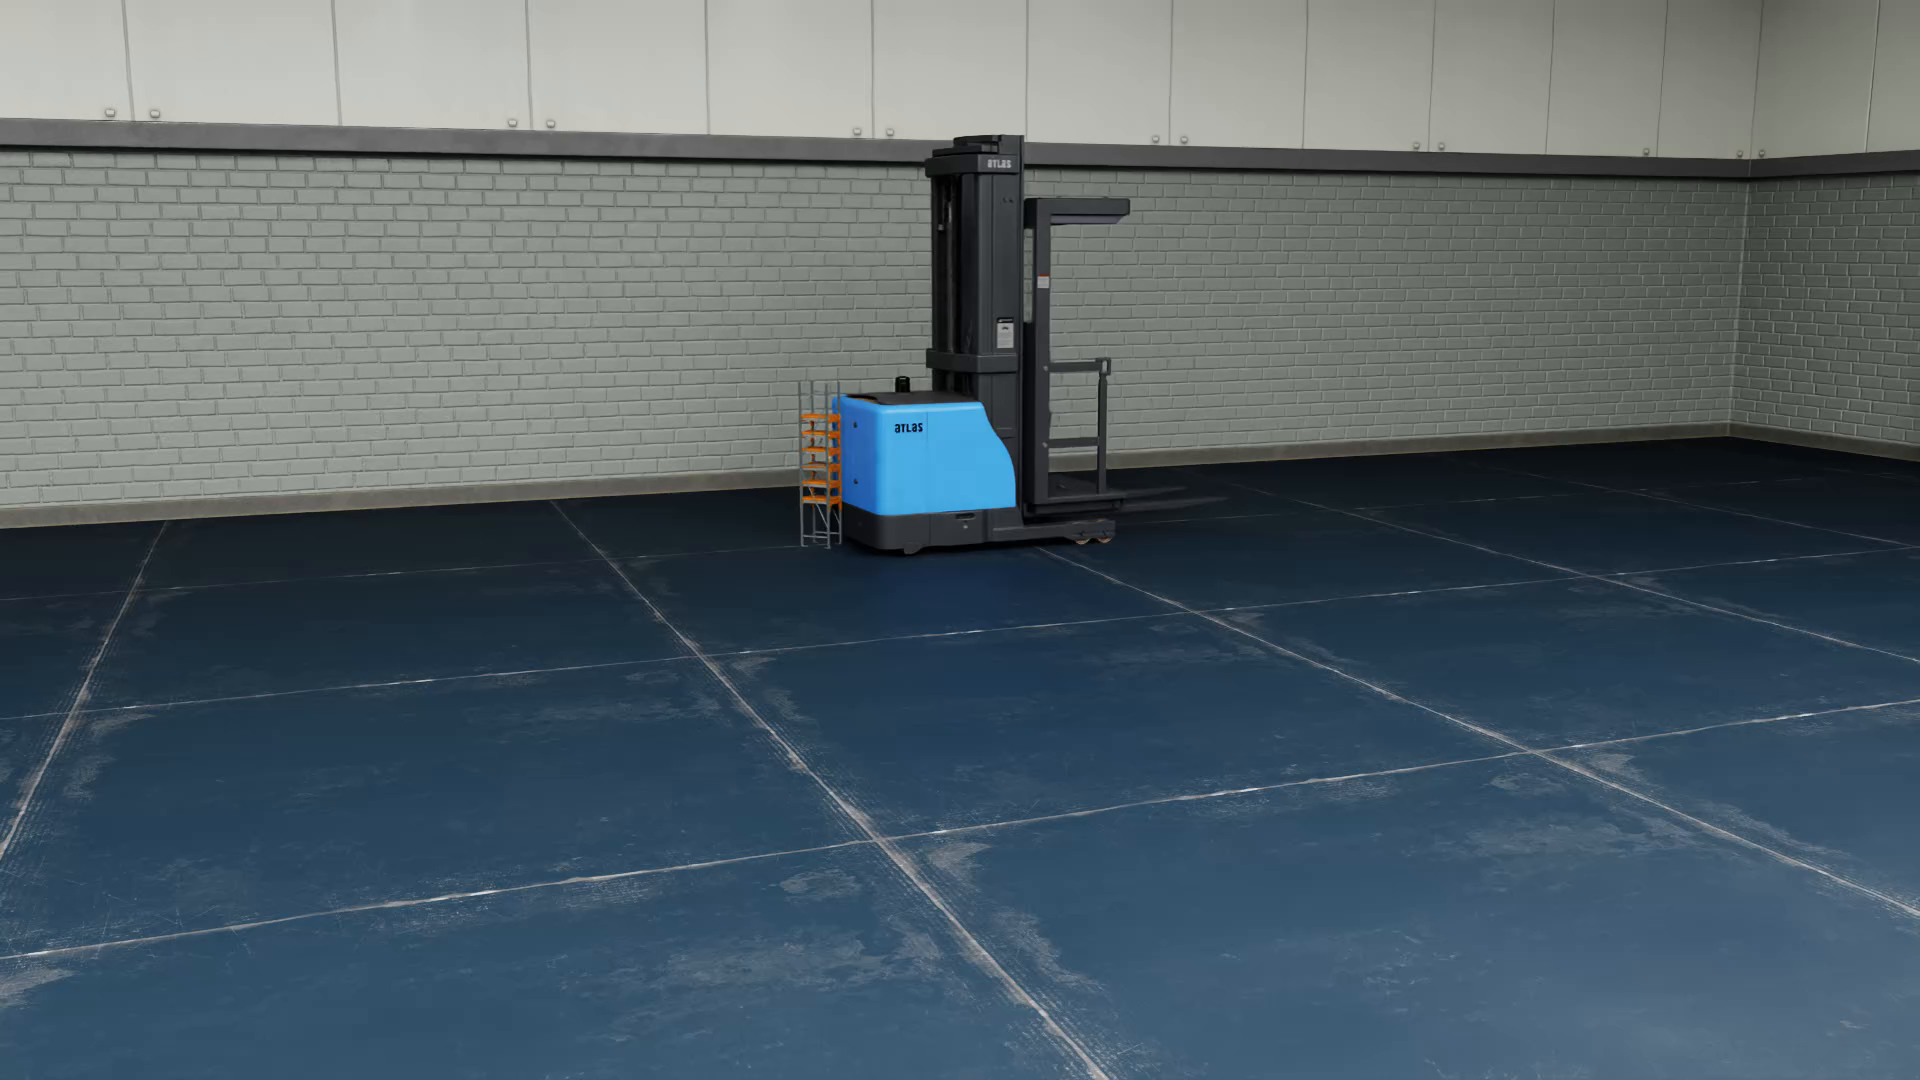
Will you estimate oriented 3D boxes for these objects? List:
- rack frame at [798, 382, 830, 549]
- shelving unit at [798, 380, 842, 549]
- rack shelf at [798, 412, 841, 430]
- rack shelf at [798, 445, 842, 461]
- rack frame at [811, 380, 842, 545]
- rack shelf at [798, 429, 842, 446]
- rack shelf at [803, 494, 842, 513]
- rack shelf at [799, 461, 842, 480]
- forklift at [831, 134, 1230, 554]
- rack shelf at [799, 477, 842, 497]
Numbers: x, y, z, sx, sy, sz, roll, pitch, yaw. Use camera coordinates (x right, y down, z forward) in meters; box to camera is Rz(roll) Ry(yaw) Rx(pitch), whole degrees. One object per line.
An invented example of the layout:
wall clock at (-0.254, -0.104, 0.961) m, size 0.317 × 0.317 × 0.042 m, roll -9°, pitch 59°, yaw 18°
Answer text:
rack frame at (-1.052, -0.534, 11.994) m, size 0.240 × 1.200 × 0.006 m, roll 5°, pitch 11°, yaw 24°
shelving unit at (-1.014, -0.548, 12.076) m, size 0.258 × 1.200 × 0.189 m, roll 5°, pitch 11°, yaw 24°
rack shelf at (-1.014, -0.859, 12.021) m, size 0.258 × 0.103 × 0.180 m, roll 5°, pitch 11°, yaw 24°
rack shelf at (-1.014, -0.623, 12.063) m, size 0.258 × 0.103 × 0.180 m, roll 5°, pitch 11°, yaw 24°
rack frame at (-0.976, -0.563, 12.158) m, size 0.240 × 1.200 × 0.006 m, roll 5°, pitch 11°, yaw 24°
rack shelf at (-1.014, -0.741, 12.042) m, size 0.258 × 0.103 × 0.180 m, roll 5°, pitch 11°, yaw 24°
rack shelf at (-1.014, -0.268, 12.126) m, size 0.258 × 0.103 × 0.180 m, roll 5°, pitch 11°, yaw 24°
rack shelf at (-1.014, -0.505, 12.084) m, size 0.258 × 0.103 × 0.180 m, roll 5°, pitch 11°, yaw 24°
forklift at (0.597, -1.492, 12.439) m, size 3.031 × 2.935 × 1.130 m, roll -5°, pitch 11°, yaw -24°
rack shelf at (-1.014, -0.386, 12.105) m, size 0.258 × 0.103 × 0.180 m, roll 5°, pitch 11°, yaw 24°
